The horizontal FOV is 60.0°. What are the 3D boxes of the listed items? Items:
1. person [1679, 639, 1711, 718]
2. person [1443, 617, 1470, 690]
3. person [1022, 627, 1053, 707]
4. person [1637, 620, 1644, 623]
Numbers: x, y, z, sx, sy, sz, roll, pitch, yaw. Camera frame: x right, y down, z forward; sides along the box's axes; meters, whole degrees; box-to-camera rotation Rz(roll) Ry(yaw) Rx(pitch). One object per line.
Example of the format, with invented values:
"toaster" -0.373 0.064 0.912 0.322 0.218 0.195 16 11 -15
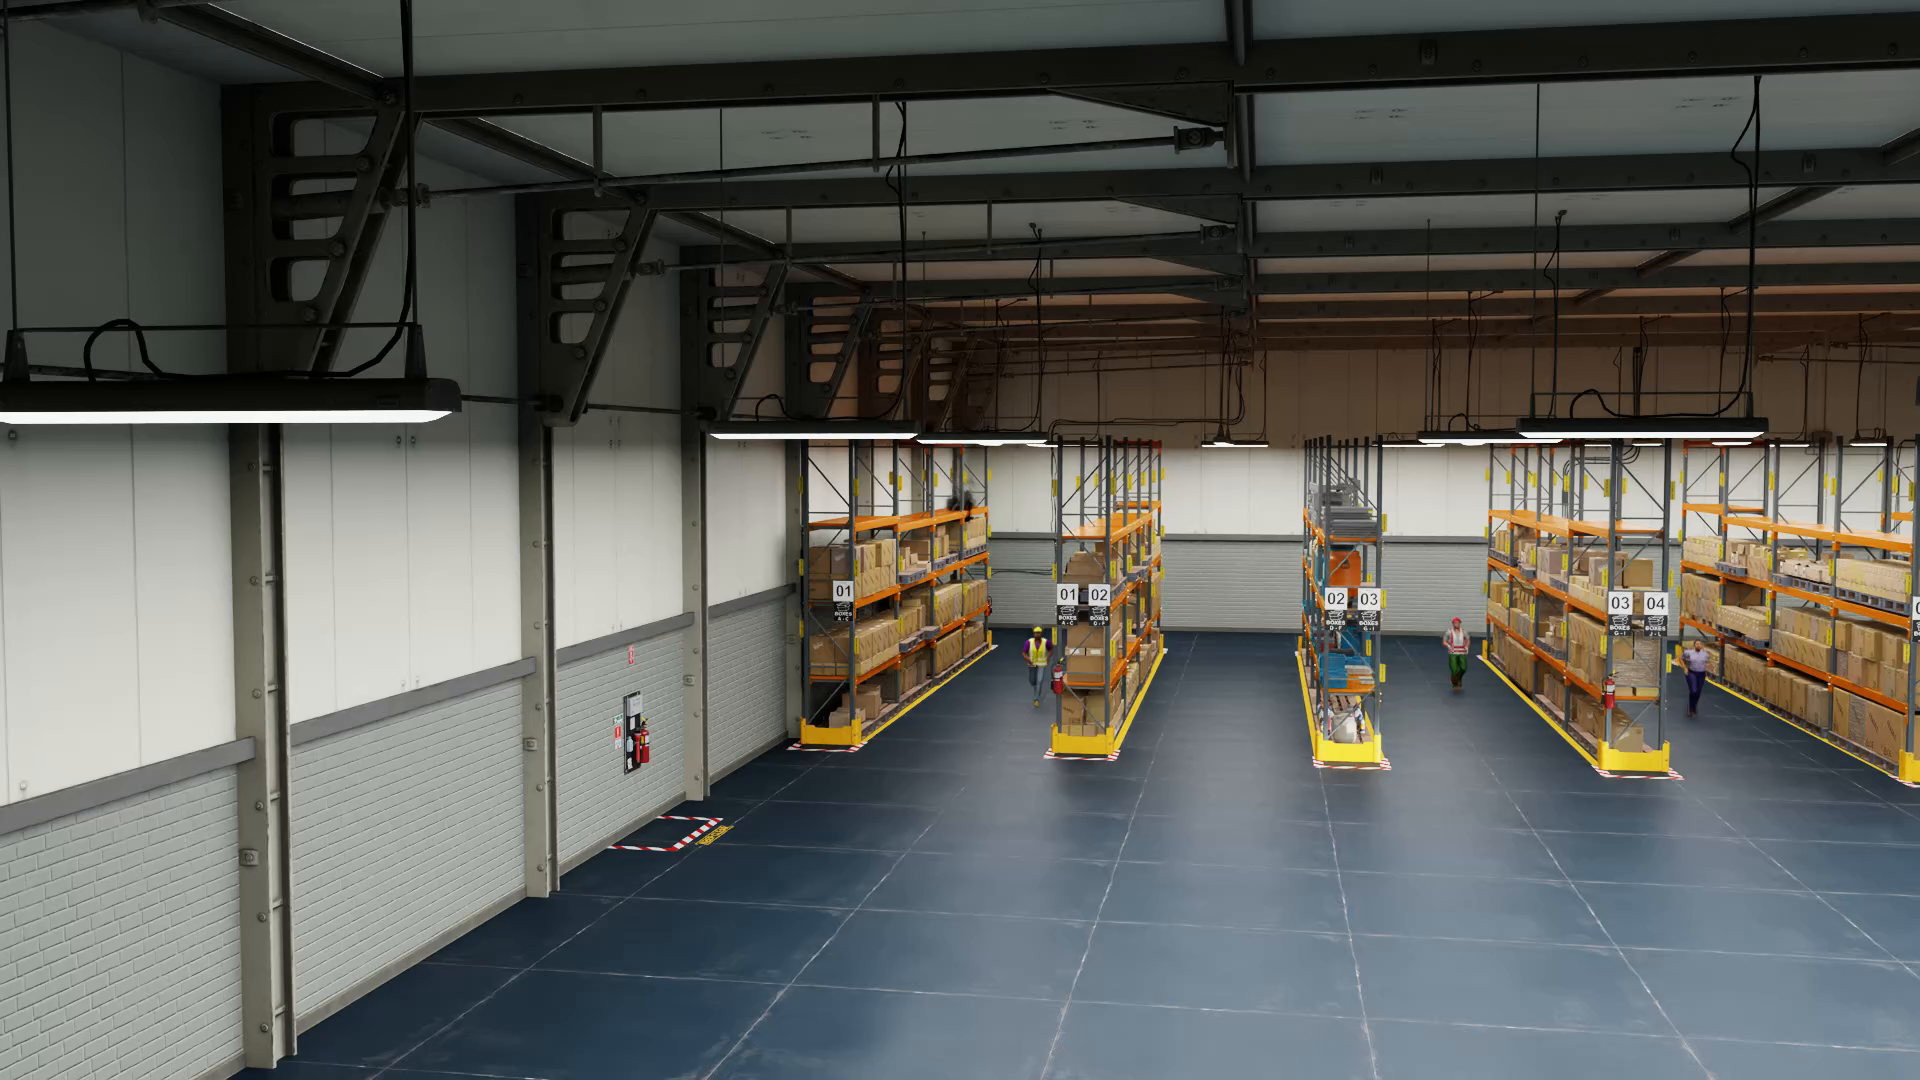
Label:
"person" 15.838 2.986 35.781 0.584 1.697 0.752 0 3 2
"person" 11.807 2.710 39.481 0.644 1.740 0.596 0 3 6
"person" 1.735 2.839 37.540 0.670 1.757 1.099 1 3 13
"person" 17.855 2.539 43.919 0.648 1.652 0.516 1 3 17
